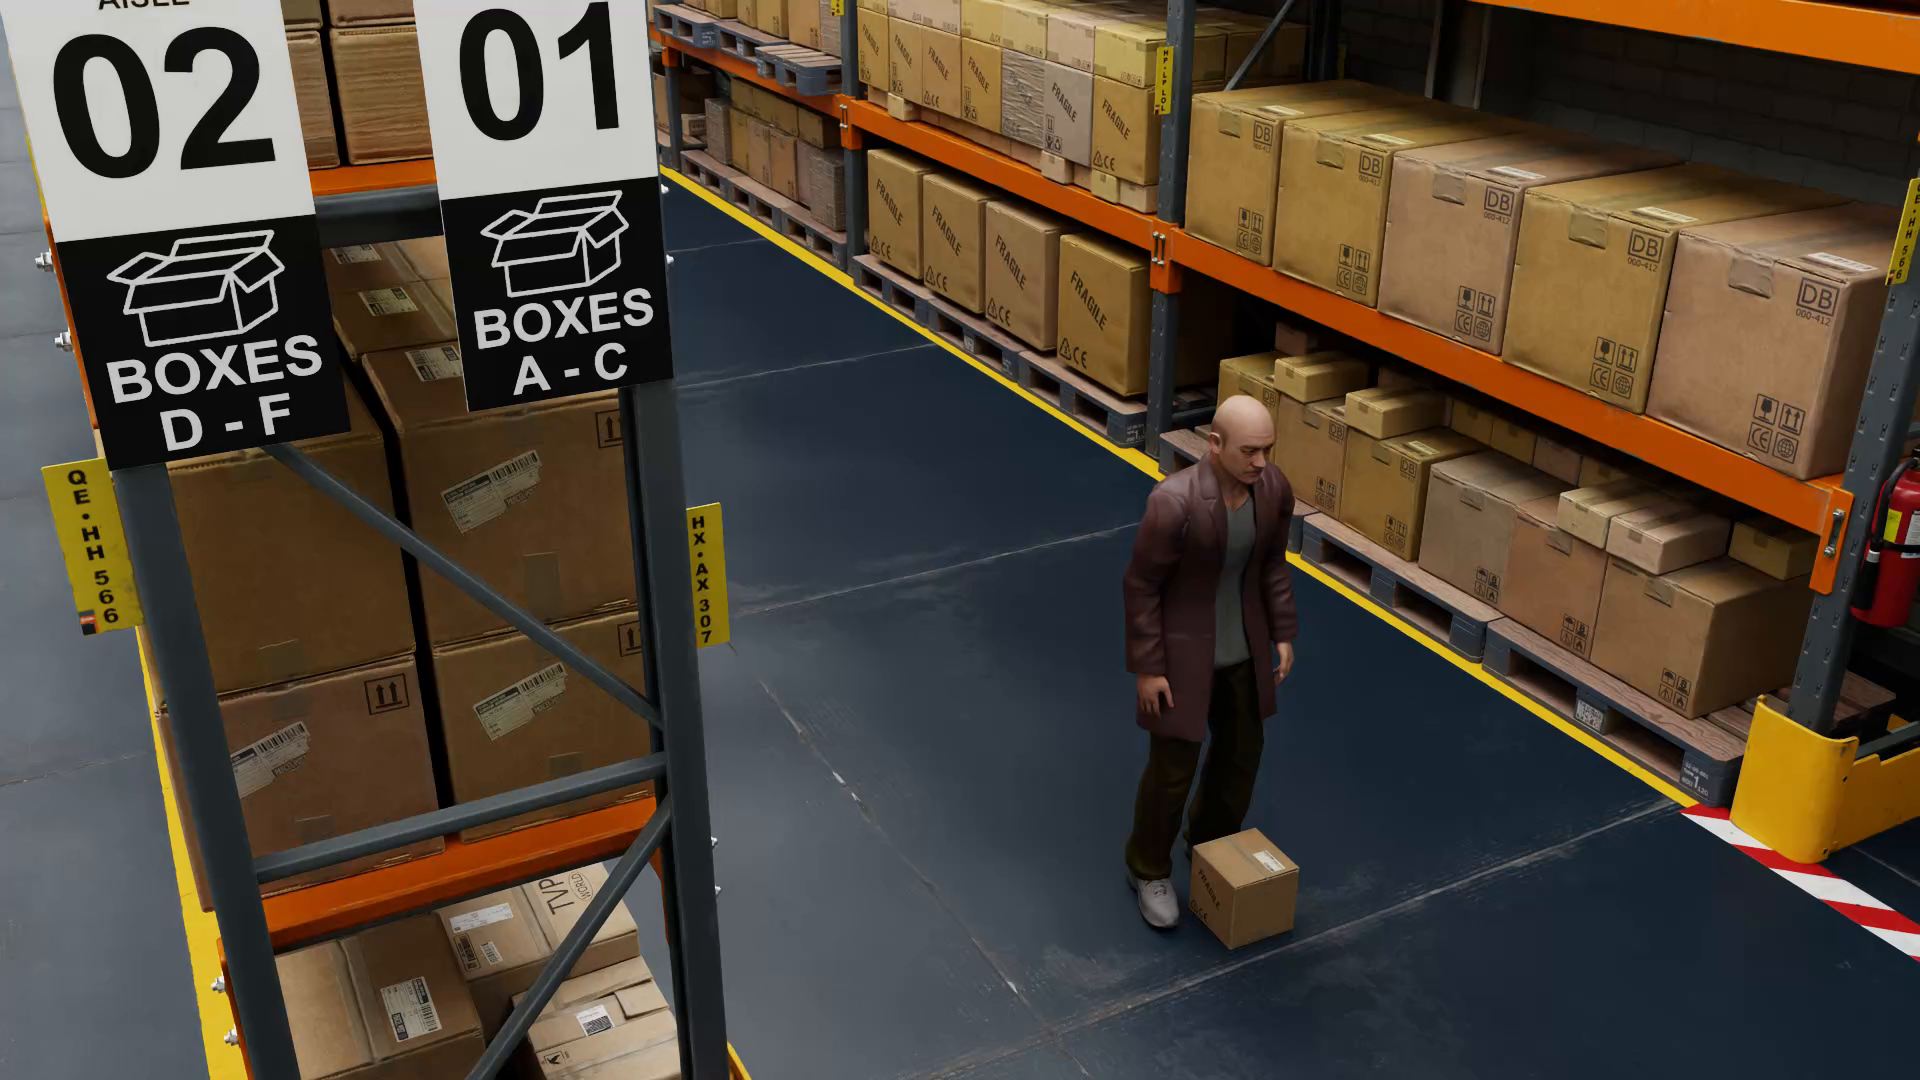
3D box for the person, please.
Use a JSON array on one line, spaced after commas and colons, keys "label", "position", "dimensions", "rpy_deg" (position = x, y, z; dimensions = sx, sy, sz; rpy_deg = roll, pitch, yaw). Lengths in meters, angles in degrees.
[{"label": "person", "position": [0.809, 0.367, 5.346], "dimensions": [0.644, 1.774, 0.424], "rpy_deg": [-13, 28, -25]}]
